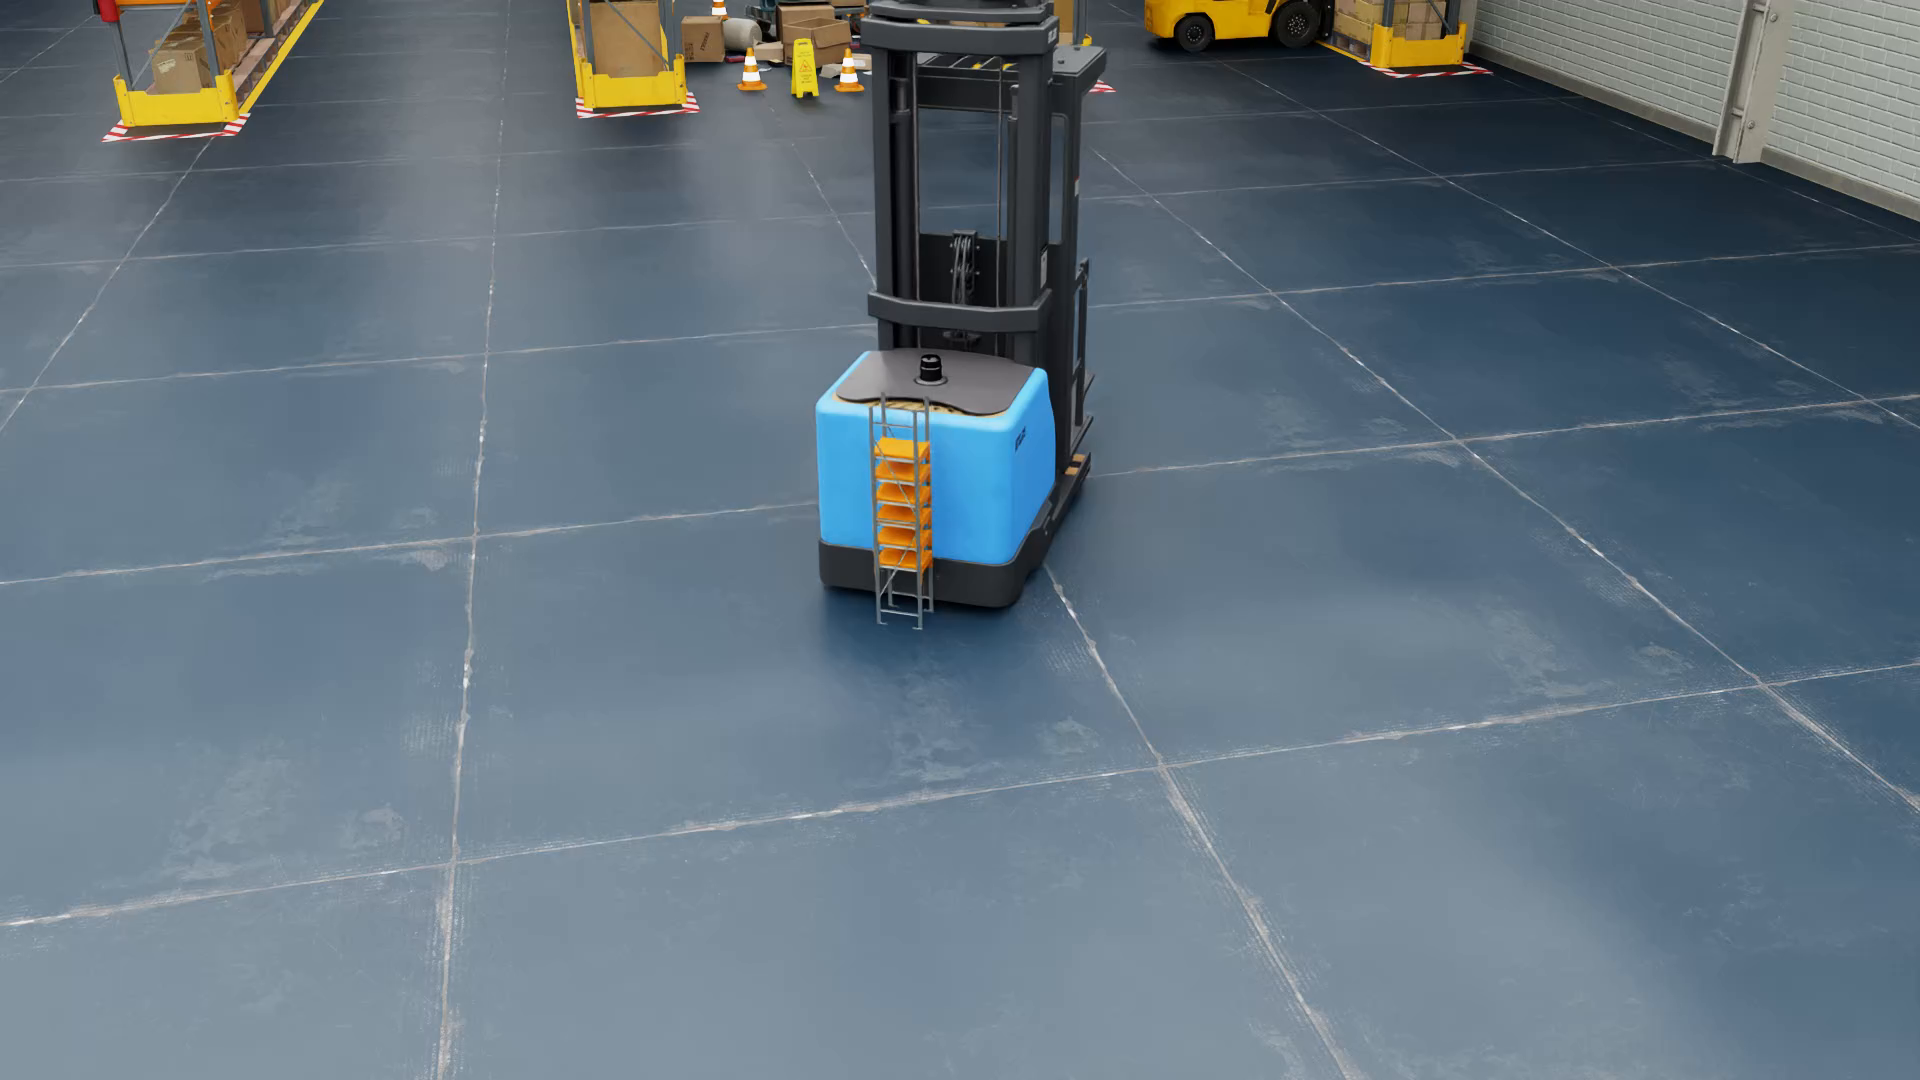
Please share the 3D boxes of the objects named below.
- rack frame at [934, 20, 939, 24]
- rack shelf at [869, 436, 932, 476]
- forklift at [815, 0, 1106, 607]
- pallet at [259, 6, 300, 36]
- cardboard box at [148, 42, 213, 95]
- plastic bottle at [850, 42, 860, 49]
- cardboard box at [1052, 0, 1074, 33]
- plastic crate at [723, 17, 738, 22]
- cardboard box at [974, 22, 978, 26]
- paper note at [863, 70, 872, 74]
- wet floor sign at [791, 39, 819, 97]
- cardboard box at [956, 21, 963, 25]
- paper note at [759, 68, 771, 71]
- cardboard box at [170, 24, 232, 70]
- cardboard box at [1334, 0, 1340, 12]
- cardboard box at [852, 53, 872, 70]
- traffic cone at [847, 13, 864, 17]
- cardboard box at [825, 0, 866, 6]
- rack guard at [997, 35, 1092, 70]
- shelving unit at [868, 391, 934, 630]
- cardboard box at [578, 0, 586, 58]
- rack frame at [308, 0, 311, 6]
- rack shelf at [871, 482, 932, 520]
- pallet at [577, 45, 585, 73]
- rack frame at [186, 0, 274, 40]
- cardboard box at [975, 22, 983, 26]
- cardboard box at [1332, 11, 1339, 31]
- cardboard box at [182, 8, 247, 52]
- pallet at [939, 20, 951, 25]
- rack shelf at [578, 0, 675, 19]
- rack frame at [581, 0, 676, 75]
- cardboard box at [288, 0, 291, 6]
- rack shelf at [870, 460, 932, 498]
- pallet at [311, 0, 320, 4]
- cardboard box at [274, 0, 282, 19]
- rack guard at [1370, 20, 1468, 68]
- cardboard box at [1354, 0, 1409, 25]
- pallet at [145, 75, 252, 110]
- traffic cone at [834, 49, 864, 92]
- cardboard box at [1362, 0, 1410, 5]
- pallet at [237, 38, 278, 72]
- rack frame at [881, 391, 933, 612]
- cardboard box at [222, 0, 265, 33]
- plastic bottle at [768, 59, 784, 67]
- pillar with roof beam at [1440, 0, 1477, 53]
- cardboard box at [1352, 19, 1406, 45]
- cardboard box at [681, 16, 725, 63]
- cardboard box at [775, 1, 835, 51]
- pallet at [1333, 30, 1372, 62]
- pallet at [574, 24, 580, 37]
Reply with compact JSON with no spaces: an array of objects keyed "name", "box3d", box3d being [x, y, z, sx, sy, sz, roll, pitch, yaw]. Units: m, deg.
[{"name":"rack frame","box3d":[0.125,-8.730,23.217,1.000,3.000,0.127,-6,27,-12]},{"name":"rack shelf","box3d":[-0.287,-0.407,8.018,0.258,0.103,0.180,8,30,15]},{"name":"forklift","box3d":[0.154,-1.612,9.191,1.130,2.935,3.031,7,28,14]},{"name":"pallet","box3d":[-9.985,-7.357,23.592,1.003,0.211,1.213,-6,27,-12]},{"name":"cardboard box","box3d":[-8.753,-5.315,18.759,0.500,0.500,0.500,-1,27,-2]},{"name":"plastic bottle","box3d":[-1.411,-6.661,22.379,0.133,0.061,0.283,-1,27,-3]},{"name":"cardboard box","box3d":[1.108,-6.661,20.872,0.500,0.500,0.500,-7,28,-13]},{"name":"plastic crate","box3d":[-3.359,-7.010,22.866,0.450,0.188,0.662,-2,25,20]},{"name":"cardboard box","box3d":[0.473,-6.490,21.364,0.500,0.250,0.500,-6,27,-11]},{"name":"paper note","box3d":[-1.126,-5.861,20.829,0.148,0.019,0.142,-16,31,-29]},{"name":"wet floor sign","box3d":[-1.838,-5.564,19.558,0.267,0.644,0.232,-11,29,-20]},{"name":"cardboard box","box3d":[0.249,-6.938,22.252,0.500,0.250,0.500,-6,27,-12]},{"name":"paper note","box3d":[-2.463,-5.943,20.993,0.144,0.017,0.142,3,27,6]},{"name":"cardboard box","box3d":[-9.044,-5.851,19.821,0.500,0.500,0.500,-3,27,-7]},{"name":"cardboard box","box3d":[5.208,-7.290,22.396,0.500,0.250,0.500,-7,28,-13]},{"name":"cardboard box","box3d":[-1.237,-6.071,21.113,0.380,0.149,0.250,8,28,15]},{"name":"traffic cone","box3d":[-1.518,-8.000,24.586,0.336,0.463,0.334,-6,27,-12]},{"name":"cardboard box","box3d":[-1.602,-7.758,23.225,0.500,0.500,0.500,-6,27,-12]},{"name":"rack guard","box3d":[1.010,-5.891,20.367,1.175,0.500,0.348,-6,27,-12]},{"name":"shelving unit","box3d":[-0.284,-0.131,8.170,0.258,1.200,0.189,8,30,15]},{"name":"cardboard box","box3d":[-4.191,-6.343,20.380,0.875,0.875,0.875,-6,27,-12]},{"name":"rack frame","box3d":[-10.431,-9.480,24.702,1.000,3.000,0.127,-6,27,-12]},{"name":"rack shelf","box3d":[-0.285,-0.197,8.134,0.258,0.103,0.180,8,30,15]},{"name":"pallet","box3d":[-4.301,-6.060,21.021,1.003,0.211,1.213,-6,27,-12]},{"name":"rack frame","box3d":[-9.530,-7.724,21.223,1.000,3.000,0.127,-6,27,-12]},{"name":"cardboard box","box3d":[0.471,-6.823,21.192,0.500,0.500,0.500,-5,27,-10]},{"name":"cardboard box","box3d":[5.241,-7.054,22.481,0.500,0.250,0.500,-6,27,-11]},{"name":"cardboard box","box3d":[-9.342,-6.365,20.839,0.500,0.500,0.500,2,27,5]},{"name":"pallet","box3d":[0.311,-7.194,23.268,1.003,0.211,1.213,-6,27,-12]},{"name":"rack shelf","box3d":[-4.224,-6.984,20.556,1.077,0.370,4.000,-6,27,-12]},{"name":"rack frame","box3d":[-3.773,-6.427,18.654,1.000,3.000,0.127,-6,27,-12]},{"name":"cardboard box","box3d":[-10.123,-8.026,24.108,0.700,0.500,0.500,-8,28,-16]},{"name":"rack shelf","box3d":[-0.286,-0.302,8.076,0.258,0.103,0.180,8,30,15]},{"name":"pallet","box3d":[-10.536,-8.589,26.032,1.003,0.211,1.213,-6,27,-12]},{"name":"cardboard box","box3d":[-9.863,-7.533,23.131,0.700,0.500,0.500,-8,28,-16]},{"name":"rack guard","box3d":[5.867,-6.353,21.282,1.175,0.500,0.348,-6,27,-12]},{"name":"cardboard box","box3d":[5.448,-6.845,21.513,0.500,0.250,0.500,-6,27,-12]},{"name":"pallet","box3d":[-8.794,-5.116,19.152,1.003,0.211,1.213,-6,27,-12]},{"name":"traffic cone","box3d":[-1.332,-5.637,19.905,0.336,0.463,0.334,-6,27,-12]},{"name":"cardboard box","box3d":[5.454,-7.056,21.377,0.500,0.250,0.500,-5,27,-10]},{"name":"pallet","box3d":[-9.344,-6.188,21.275,1.003,0.211,1.213,-6,27,-12]},{"name":"rack frame","box3d":[-0.258,-0.173,8.247,0.240,1.200,0.006,8,30,15]},{"name":"cardboard box","box3d":[-9.647,-7.076,22.226,0.700,0.500,0.500,-8,28,-16]},{"name":"plastic bottle","box3d":[-2.373,-6.109,21.286,0.133,0.061,0.283,-16,31,-29]},{"name":"pillar with roof beam","box3d":[2.389,-10.118,19.309,9.100,9.000,0.400,-6,27,-12]},{"name":"cardboard box","box3d":[5.448,-6.614,21.610,0.500,0.250,0.500,-6,27,-11]},{"name":"cardboard box","box3d":[-3.325,-6.491,21.552,0.500,0.500,0.500,-1,27,-3]},{"name":"cardboard box","box3d":[-2.055,-6.844,22.100,0.797,0.637,0.503,-6,27,-12]},{"name":"pallet","box3d":[5.649,-6.566,22.025,1.003,0.211,1.213,-6,27,-12]},{"name":"pallet","box3d":[-4.922,-7.269,23.418,1.003,0.211,1.213,-6,27,-12]}]
